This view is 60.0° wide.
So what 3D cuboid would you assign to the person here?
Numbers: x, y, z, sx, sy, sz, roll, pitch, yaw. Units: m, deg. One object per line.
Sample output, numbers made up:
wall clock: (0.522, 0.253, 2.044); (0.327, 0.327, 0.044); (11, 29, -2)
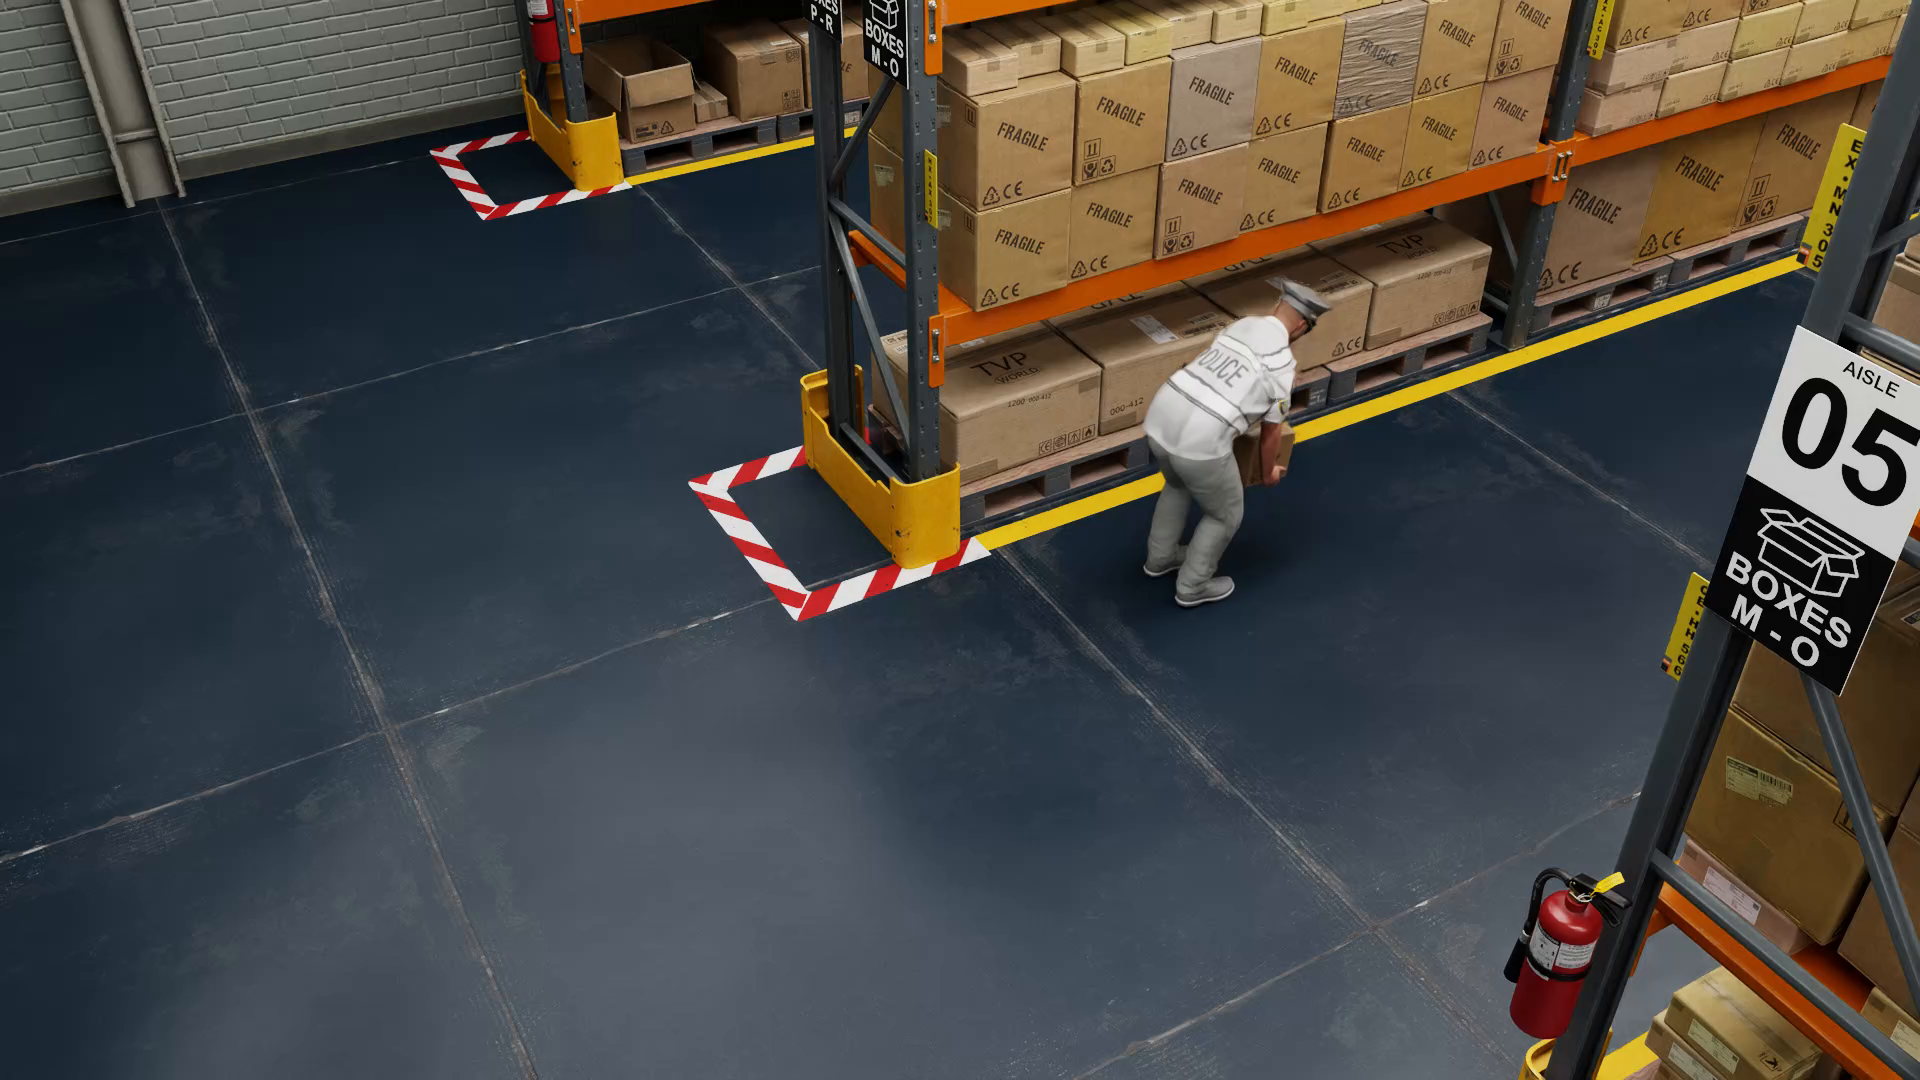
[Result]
person: (1.278, -0.452, 7.769); (0.919, 1.477, 0.476); (-20, 41, -25)
